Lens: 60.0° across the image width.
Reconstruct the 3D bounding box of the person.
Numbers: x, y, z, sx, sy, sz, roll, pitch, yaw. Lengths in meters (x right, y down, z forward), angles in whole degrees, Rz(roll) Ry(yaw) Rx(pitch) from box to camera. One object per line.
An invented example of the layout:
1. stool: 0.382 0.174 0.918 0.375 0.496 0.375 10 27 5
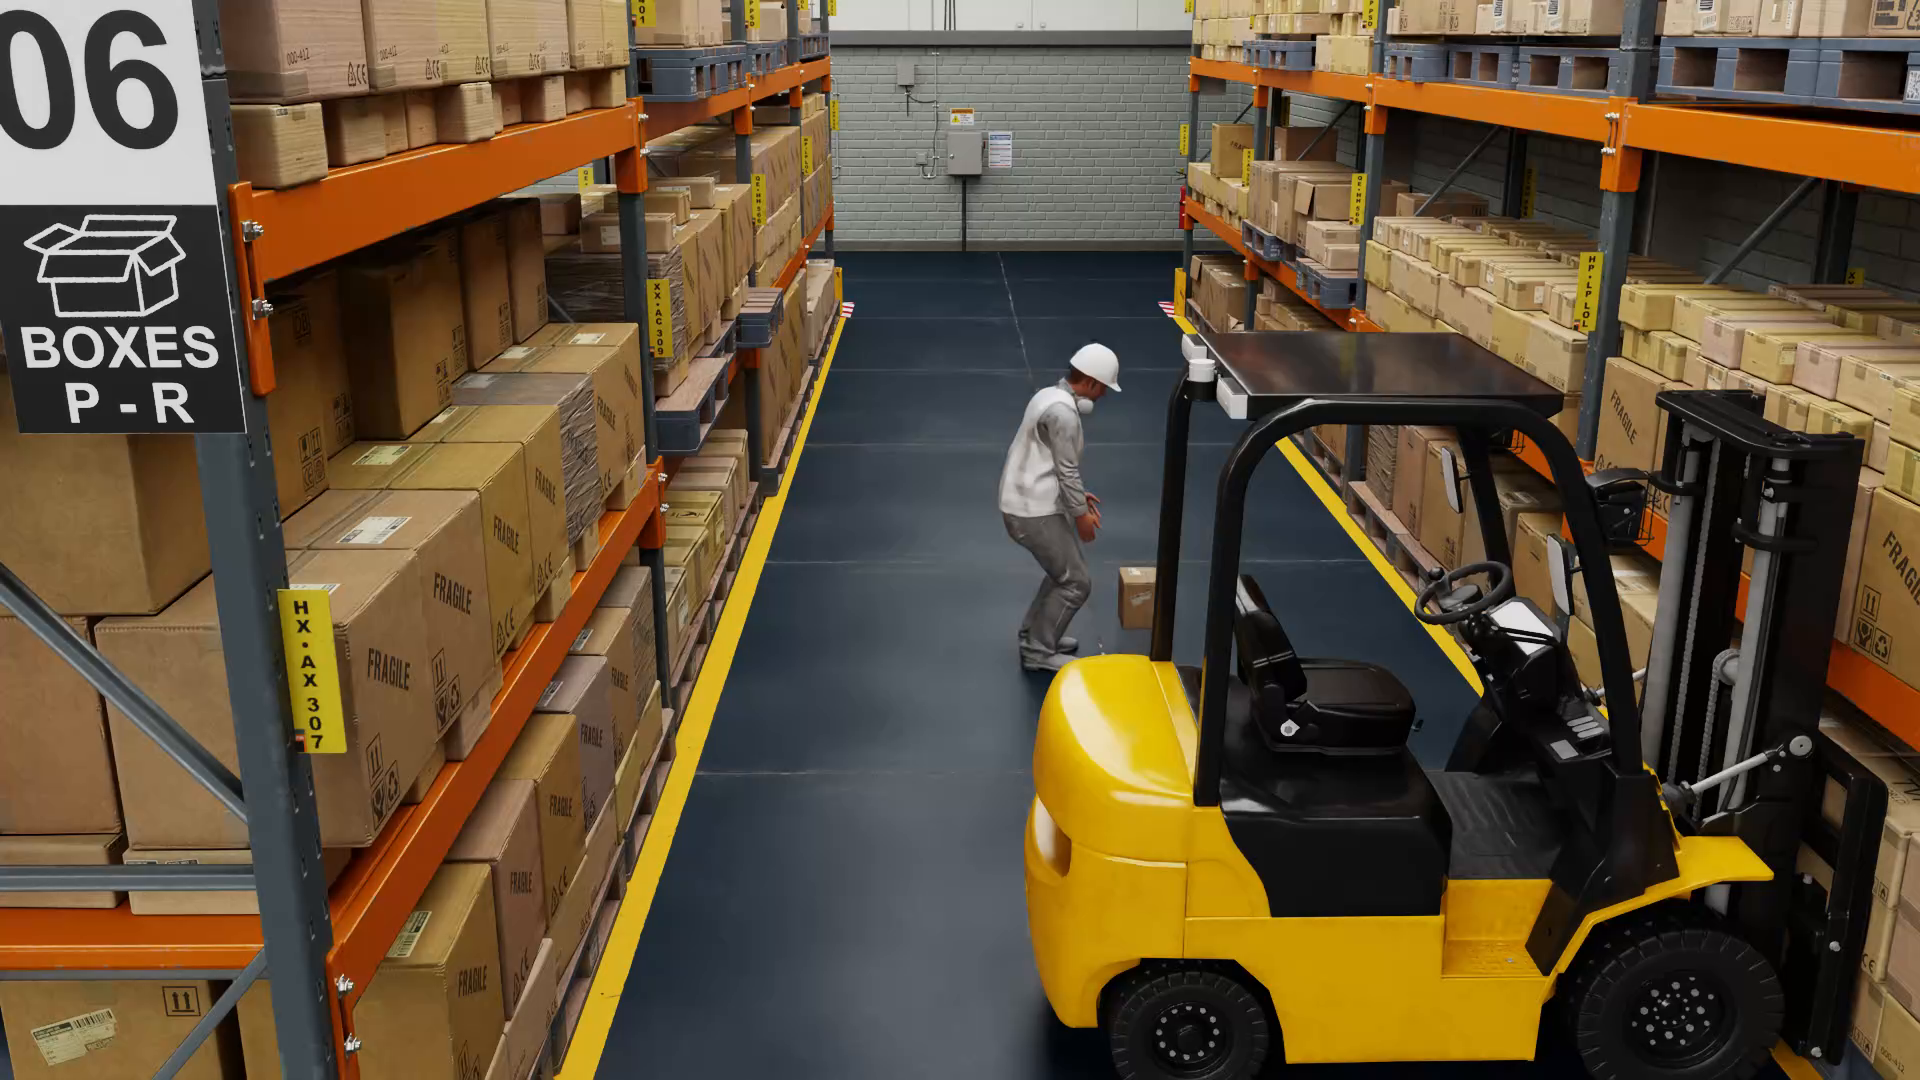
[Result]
1. person: 0.490 -0.175 8.337 0.604 1.628 0.581 0 17 0
